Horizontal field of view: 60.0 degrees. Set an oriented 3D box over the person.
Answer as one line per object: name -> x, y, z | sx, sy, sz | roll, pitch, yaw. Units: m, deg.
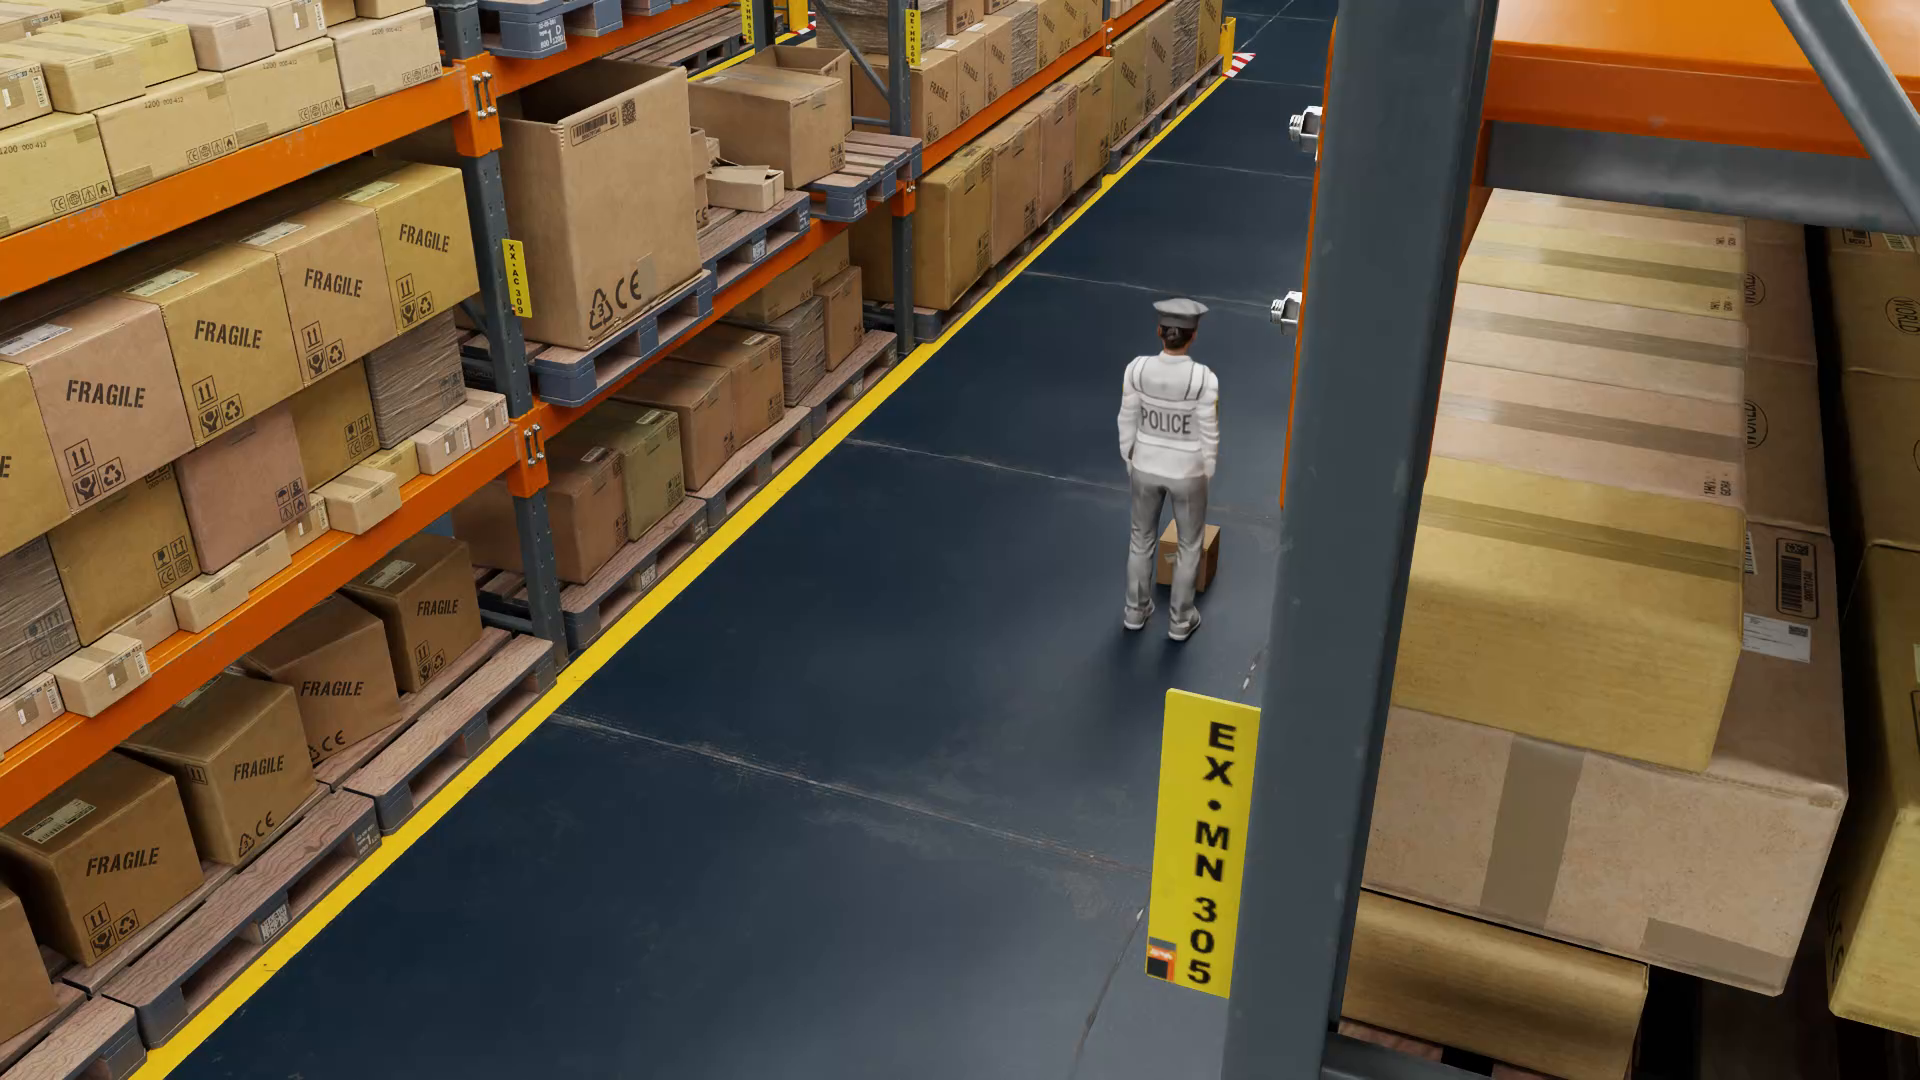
person -> 0.954, -0.315, 7.692 | 0.476, 1.659, 0.338 | 12, 32, 20
